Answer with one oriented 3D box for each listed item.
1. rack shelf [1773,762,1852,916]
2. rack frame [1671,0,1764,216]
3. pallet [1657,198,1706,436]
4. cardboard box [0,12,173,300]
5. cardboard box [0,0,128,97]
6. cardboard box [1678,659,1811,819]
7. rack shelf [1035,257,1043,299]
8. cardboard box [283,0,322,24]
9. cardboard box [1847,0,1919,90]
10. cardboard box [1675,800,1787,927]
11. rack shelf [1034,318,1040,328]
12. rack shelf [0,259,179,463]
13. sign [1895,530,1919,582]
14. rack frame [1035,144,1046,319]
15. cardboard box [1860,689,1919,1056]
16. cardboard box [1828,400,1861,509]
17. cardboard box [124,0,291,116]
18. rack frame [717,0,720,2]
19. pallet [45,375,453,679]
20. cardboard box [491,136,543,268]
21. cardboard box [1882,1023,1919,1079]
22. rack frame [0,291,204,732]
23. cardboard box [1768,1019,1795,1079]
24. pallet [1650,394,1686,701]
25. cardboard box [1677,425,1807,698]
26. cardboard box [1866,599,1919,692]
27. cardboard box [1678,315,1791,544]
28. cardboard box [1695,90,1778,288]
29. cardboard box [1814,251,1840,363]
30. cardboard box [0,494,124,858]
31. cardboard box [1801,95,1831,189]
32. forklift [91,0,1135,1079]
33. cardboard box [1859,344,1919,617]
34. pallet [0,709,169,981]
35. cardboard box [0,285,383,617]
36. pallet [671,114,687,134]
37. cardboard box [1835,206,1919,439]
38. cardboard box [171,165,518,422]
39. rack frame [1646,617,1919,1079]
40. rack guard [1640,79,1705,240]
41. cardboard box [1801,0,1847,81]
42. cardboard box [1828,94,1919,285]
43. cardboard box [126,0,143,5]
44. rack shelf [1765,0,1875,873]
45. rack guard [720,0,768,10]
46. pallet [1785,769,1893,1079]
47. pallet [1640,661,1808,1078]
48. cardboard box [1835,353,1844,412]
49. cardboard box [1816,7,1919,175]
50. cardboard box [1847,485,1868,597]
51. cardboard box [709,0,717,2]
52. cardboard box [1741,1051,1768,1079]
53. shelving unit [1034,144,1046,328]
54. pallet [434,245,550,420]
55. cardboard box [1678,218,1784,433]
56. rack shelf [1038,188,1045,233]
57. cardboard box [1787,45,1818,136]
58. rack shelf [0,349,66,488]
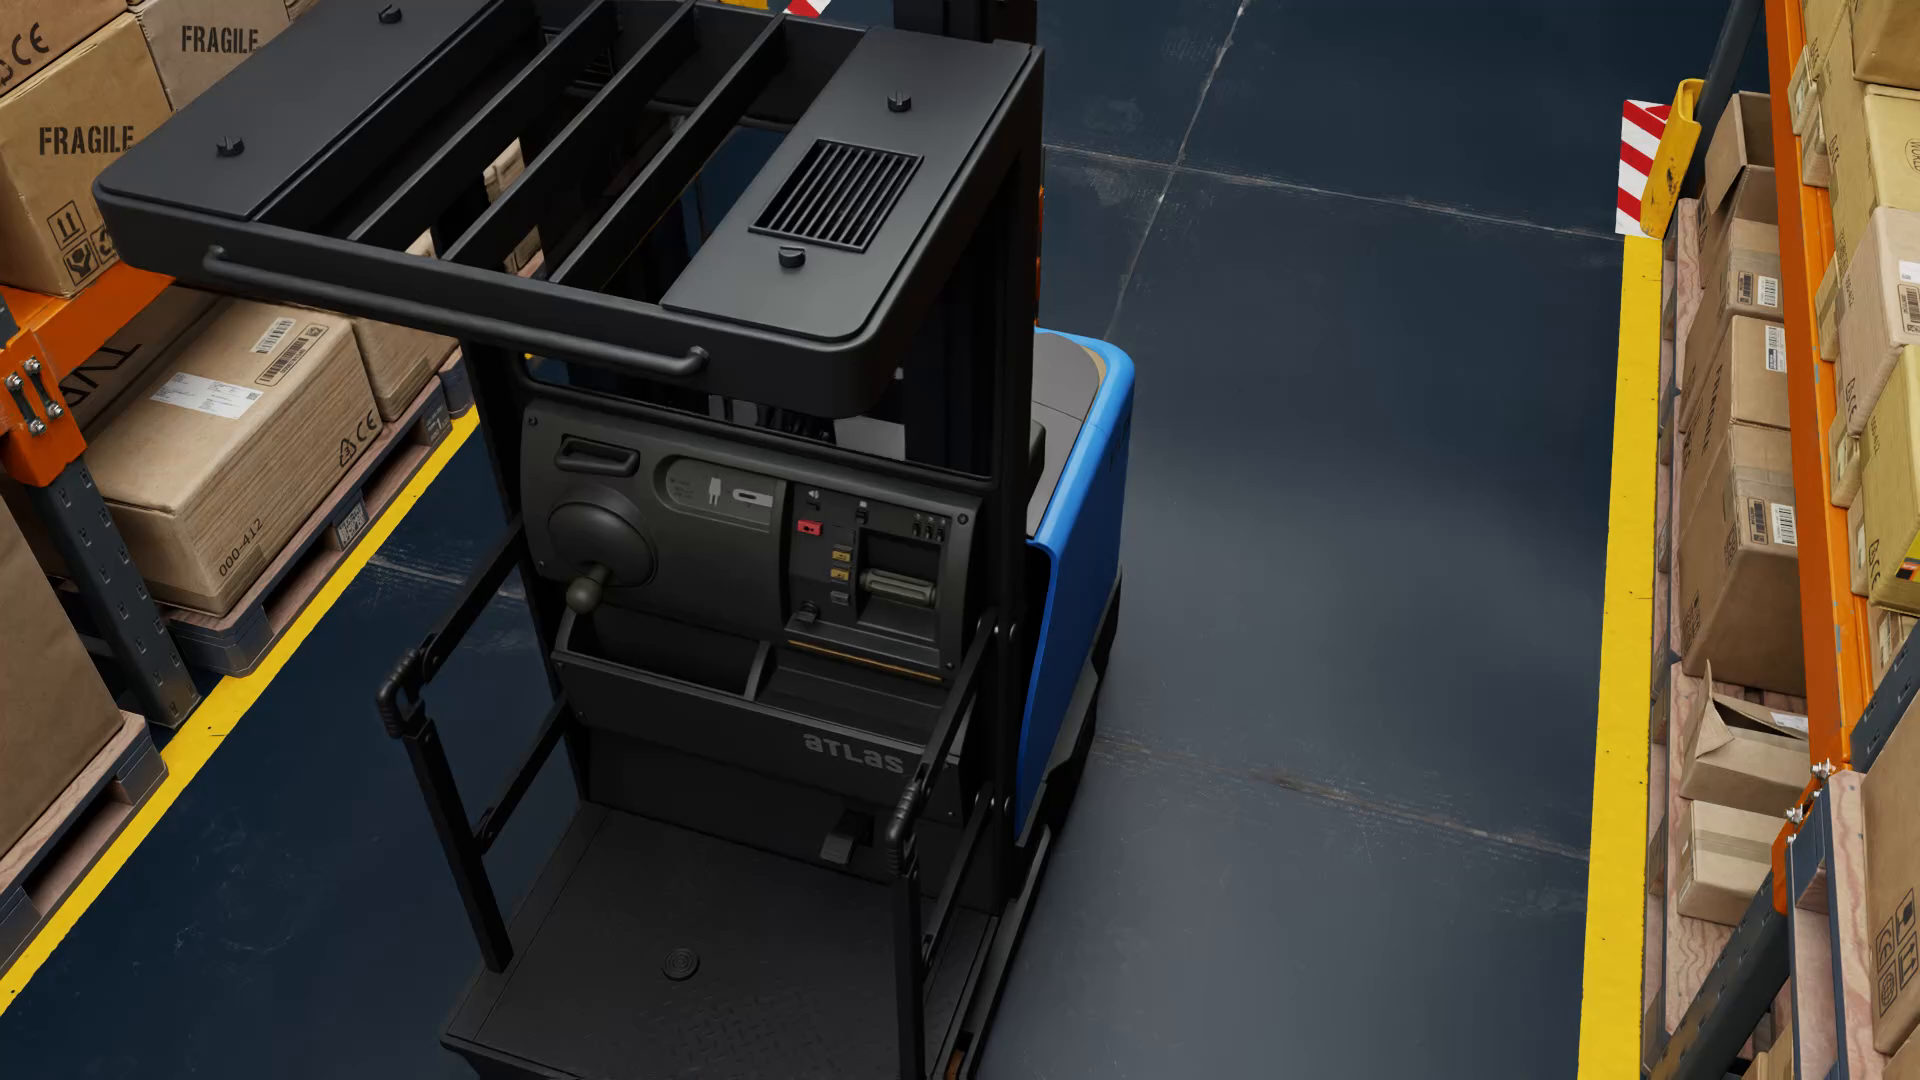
[{"bbox_3d":[1.456,1.962,1.615,1.077,0.370,4.000,13,46,13],"label":"rack shelf"},{"bbox_3d":[3.273,-2.295,5.450,1.000,3.000,0.127,13,46,13],"label":"rack frame"},{"bbox_3d":[3.009,-0.716,5.831,1.003,0.211,1.213,13,46,13],"label":"pallet"},{"bbox_3d":[-2.279,-0.970,4.026,0.500,0.500,0.500,14,46,14],"label":"cardboard box"},{"bbox_3d":[-2.296,-1.337,3.685,0.500,0.500,0.500,13,46,13],"label":"cardboard box"},{"bbox_3d":[2.058,0.527,4.221,0.396,0.266,0.258,14,46,14],"label":"cardboard box"},{"bbox_3d":[0.050,-0.651,4.834,0.258,0.148,0.480,13,46,13],"label":"rack shelf"},{"bbox_3d":[-1.966,-1.635,4.705,0.500,0.500,0.500,13,46,13],"label":"cardboard box"},{"bbox_3d":[2.424,-1.370,3.864,0.500,0.500,0.500,14,46,14],"label":"cardboard box"},{"bbox_3d":[1.950,0.807,4.019,0.380,0.149,0.250,11,45,11],"label":"cardboard box"},{"bbox_3d":[0.050,-0.491,4.990,0.258,0.148,0.480,13,46,13],"label":"rack shelf"},{"bbox_3d":[-2.065,-1.753,5.411,1.077,0.370,4.000,13,46,13],"label":"rack shelf"},{"bbox_3d":[1.542,-0.048,2.535,0.100,0.325,0.005,13,46,13],"label":"sign"},{"bbox_3d":[0.124,-0.702,5.109,0.240,1.200,0.015,13,46,13],"label":"rack frame"},{"bbox_3d":[1.702,0.461,2.263,0.700,0.500,0.500,14,46,14],"label":"cardboard box"},{"bbox_3d":[2.031,-0.161,3.450,0.380,0.149,0.250,14,46,14],"label":"cardboard box"},{"bbox_3d":[-2.123,-1.305,4.367,0.500,0.500,0.500,13,46,13],"label":"cardboard box"},{"bbox_3d":[-1.459,-3.344,6.522,1.000,3.000,0.127,13,46,13],"label":"rack frame"},{"bbox_3d":[-2.366,-0.171,5.274,1.003,0.211,1.213,13,46,13],"label":"pallet"},{"bbox_3d":[-1.833,-1.505,6.175,0.875,0.438,0.875,14,46,14],"label":"cardboard box"},{"bbox_3d":[1.545,0.806,1.910,0.700,0.500,0.500,13,46,13],"label":"cardboard box"},{"bbox_3d":[-2.671,-0.677,3.798,1.000,3.000,0.127,13,46,13],"label":"rack frame"},{"bbox_3d":[1.699,1.066,3.039,0.380,0.149,0.250,15,46,14],"label":"cardboard box"},{"bbox_3d":[2.638,0.095,5.002,1.003,0.211,1.213,13,46,13],"label":"pallet"},{"bbox_3d":[2.387,0.090,4.501,0.700,0.500,0.500,11,45,11],"label":"cardboard box"},{"bbox_3d":[1.917,0.195,3.085,0.380,0.149,0.250,13,46,13],"label":"cardboard box"},{"bbox_3d":[2.446,-0.271,4.869,0.500,0.500,0.500,13,46,13],"label":"cardboard box"},{"bbox_3d":[2.997,-1.165,5.780,0.797,0.503,0.637,11,45,11],"label":"cardboard box"},{"bbox_3d":[2.187,-0.507,3.803,0.380,0.149,0.250,12,46,12],"label":"cardboard box"},{"bbox_3d":[-2.782,0.362,3.954,0.875,0.875,0.875,14,46,14],"label":"cardboard box"},{"bbox_3d":[2.414,-1.016,4.323,0.380,0.149,0.250,14,46,13],"label":"cardboard box"},{"bbox_3d":[-0.485,0.098,3.055,1.130,2.935,3.031,13,46,13],"label":"forklift"},{"bbox_3d":[1.983,-0.072,3.074,0.500,0.250,0.500,14,46,14],"label":"cardboard box"},{"bbox_3d":[-2.832,0.850,4.231,1.003,0.211,1.213,13,46,13],"label":"pallet"},{"bbox_3d":[-2.378,-0.307,4.951,0.875,0.438,0.875,12,46,12],"label":"cardboard box"},{"bbox_3d":[-1.627,-1.797,6.936,1.003,0.211,1.213,13,46,13],"label":"pallet"},{"bbox_3d":[2.121,-0.409,3.418,0.500,0.250,0.500,13,46,13],"label":"cardboard box"},{"bbox_3d":[-2.108,-0.904,5.561,0.875,0.438,0.875,11,45,11],"label":"cardboard box"},{"bbox_3d":[2.058,0.371,2.726,0.949,2.616,0.053,13,46,13],"label":"rack frame"},{"bbox_3d":[3.250,-1.351,6.273,1.175,0.500,0.348,13,46,13],"label":"rack guard"},{"bbox_3d":[2.576,-1.427,4.459,0.500,0.250,0.500,12,46,12],"label":"cardboard box"},{"bbox_3d":[2.284,-0.739,3.755,0.500,0.250,0.500,12,46,12],"label":"cardboard box"},{"bbox_3d":[-2.137,-1.672,4.027,0.500,0.500,0.500,12,46,12],"label":"cardboard box"},{"bbox_3d":[2.667,-0.705,4.340,1.077,0.370,4.000,13,46,13],"label":"rack shelf"},{"bbox_3d":[-1.452,-2.466,7.413,1.175,0.500,0.348,13,46,13],"label":"rack guard"},{"bbox_3d":[1.715,0.950,2.272,1.003,0.211,1.213,13,46,13],"label":"pallet"},{"bbox_3d":[2.270,0.911,4.169,1.003,0.211,1.213,13,46,13],"label":"pallet"},{"bbox_3d":[2.136,-0.330,3.623,0.380,0.149,0.250,14,46,14],"label":"cardboard box"},{"bbox_3d":[2.441,-1.082,4.106,0.500,0.250,0.500,11,46,11],"label":"cardboard box"},{"bbox_3d":[1.975,0.017,3.267,0.380,0.149,0.250,14,46,14],"label":"cardboard box"},{"bbox_3d":[-1.564,-2.117,6.800,0.875,0.438,0.875,11,45,11],"label":"cardboard box"},{"bbox_3d":[1.700,1.390,3.172,0.500,0.500,0.500,14,46,14],"label":"cardboard box"},{"bbox_3d":[0.050,-0.539,4.943,0.258,1.200,0.503,13,46,13],"label":"shelving unit"},{"bbox_3d":[-1.998,-0.987,6.108,1.003,0.211,1.213,13,46,12],"label":"pallet"},{"bbox_3d":[2.701,-0.602,5.208,0.700,0.500,0.500,14,46,14],"label":"cardboard box"},{"bbox_3d":[0.050,-0.820,4.668,0.258,0.148,0.480,13,46,13],"label":"rack shelf"},{"bbox_3d":[2.474,-1.196,4.507,0.380,0.149,0.250,11,46,11],"label":"cardboard box"},{"bbox_3d":[-3.276,0.913,2.687,1.077,0.370,4.000,13,46,13],"label":"rack shelf"}]
